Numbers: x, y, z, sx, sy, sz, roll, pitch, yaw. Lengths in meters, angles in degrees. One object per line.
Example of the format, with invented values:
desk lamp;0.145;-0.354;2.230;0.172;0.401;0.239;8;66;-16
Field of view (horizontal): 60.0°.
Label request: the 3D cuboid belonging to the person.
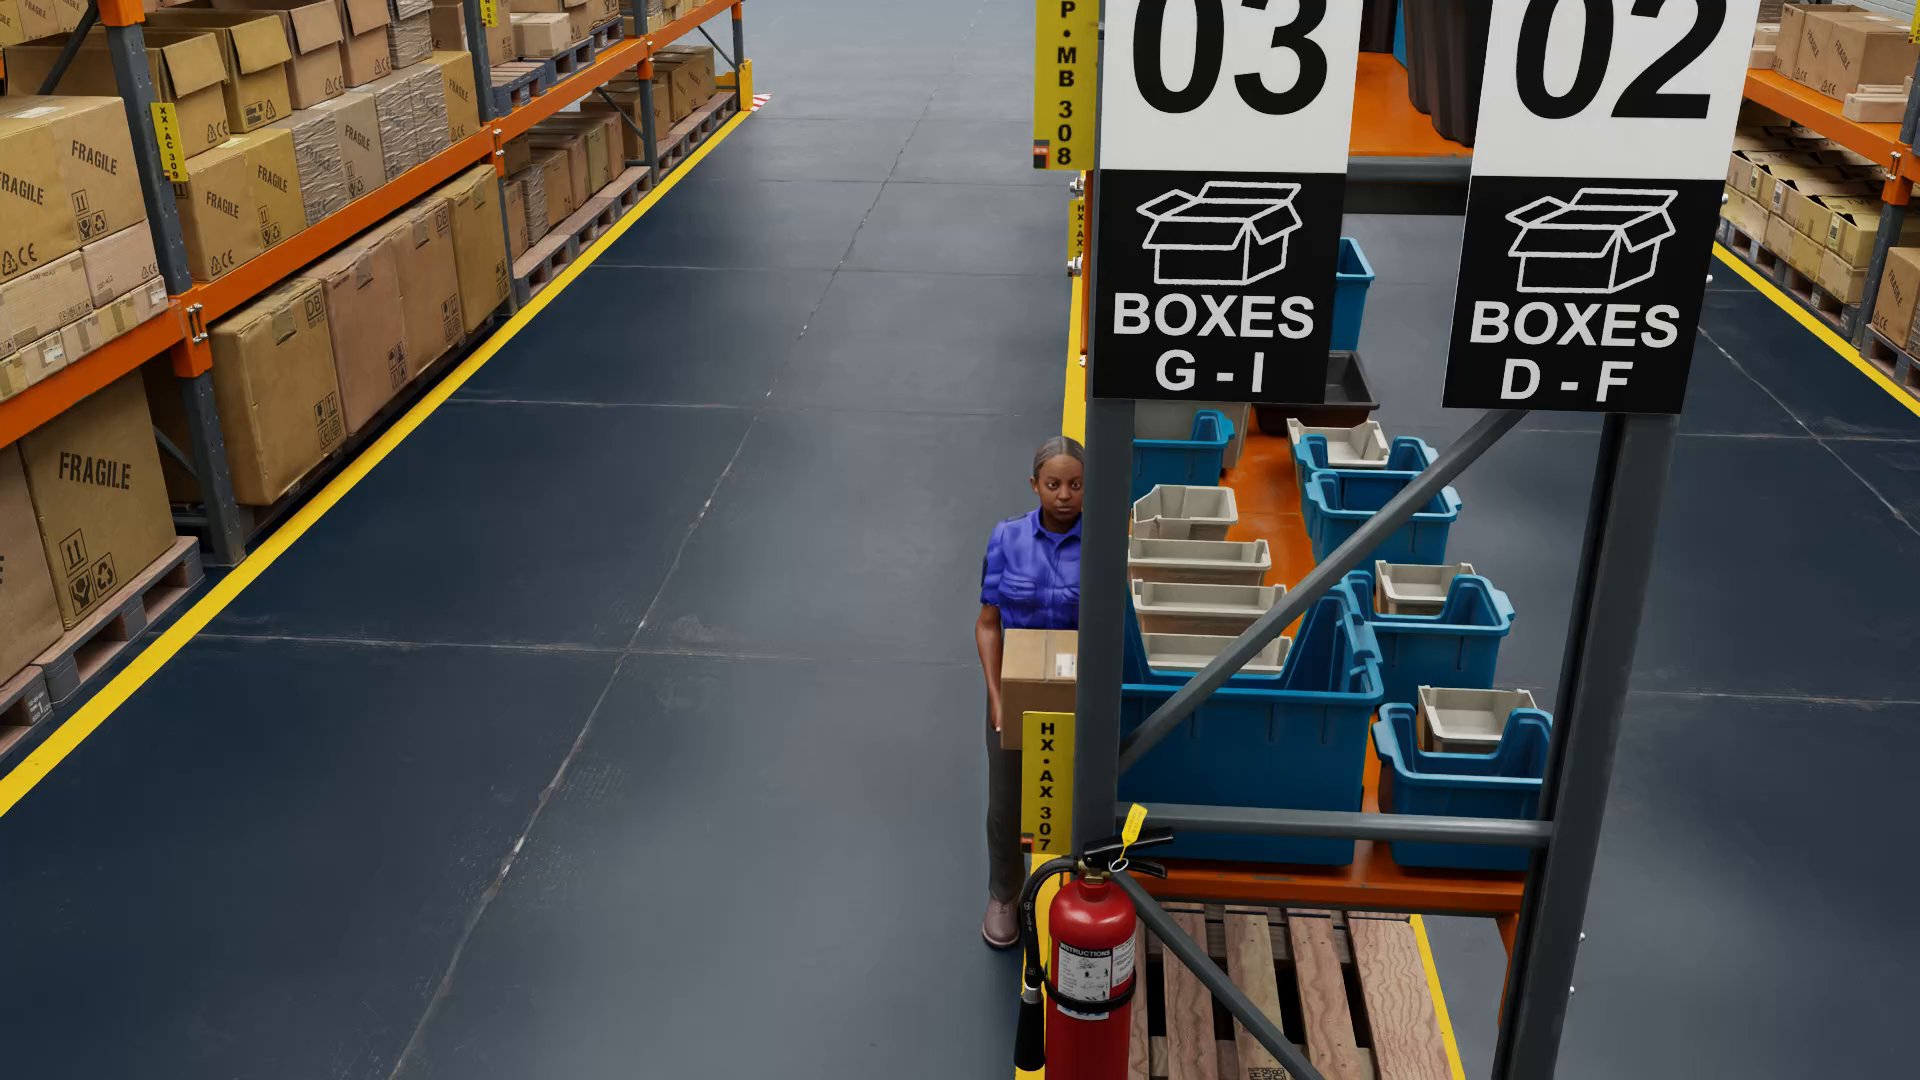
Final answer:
person;0.266;0.521;5.002;0.449;1.633;0.519;2;25;4
